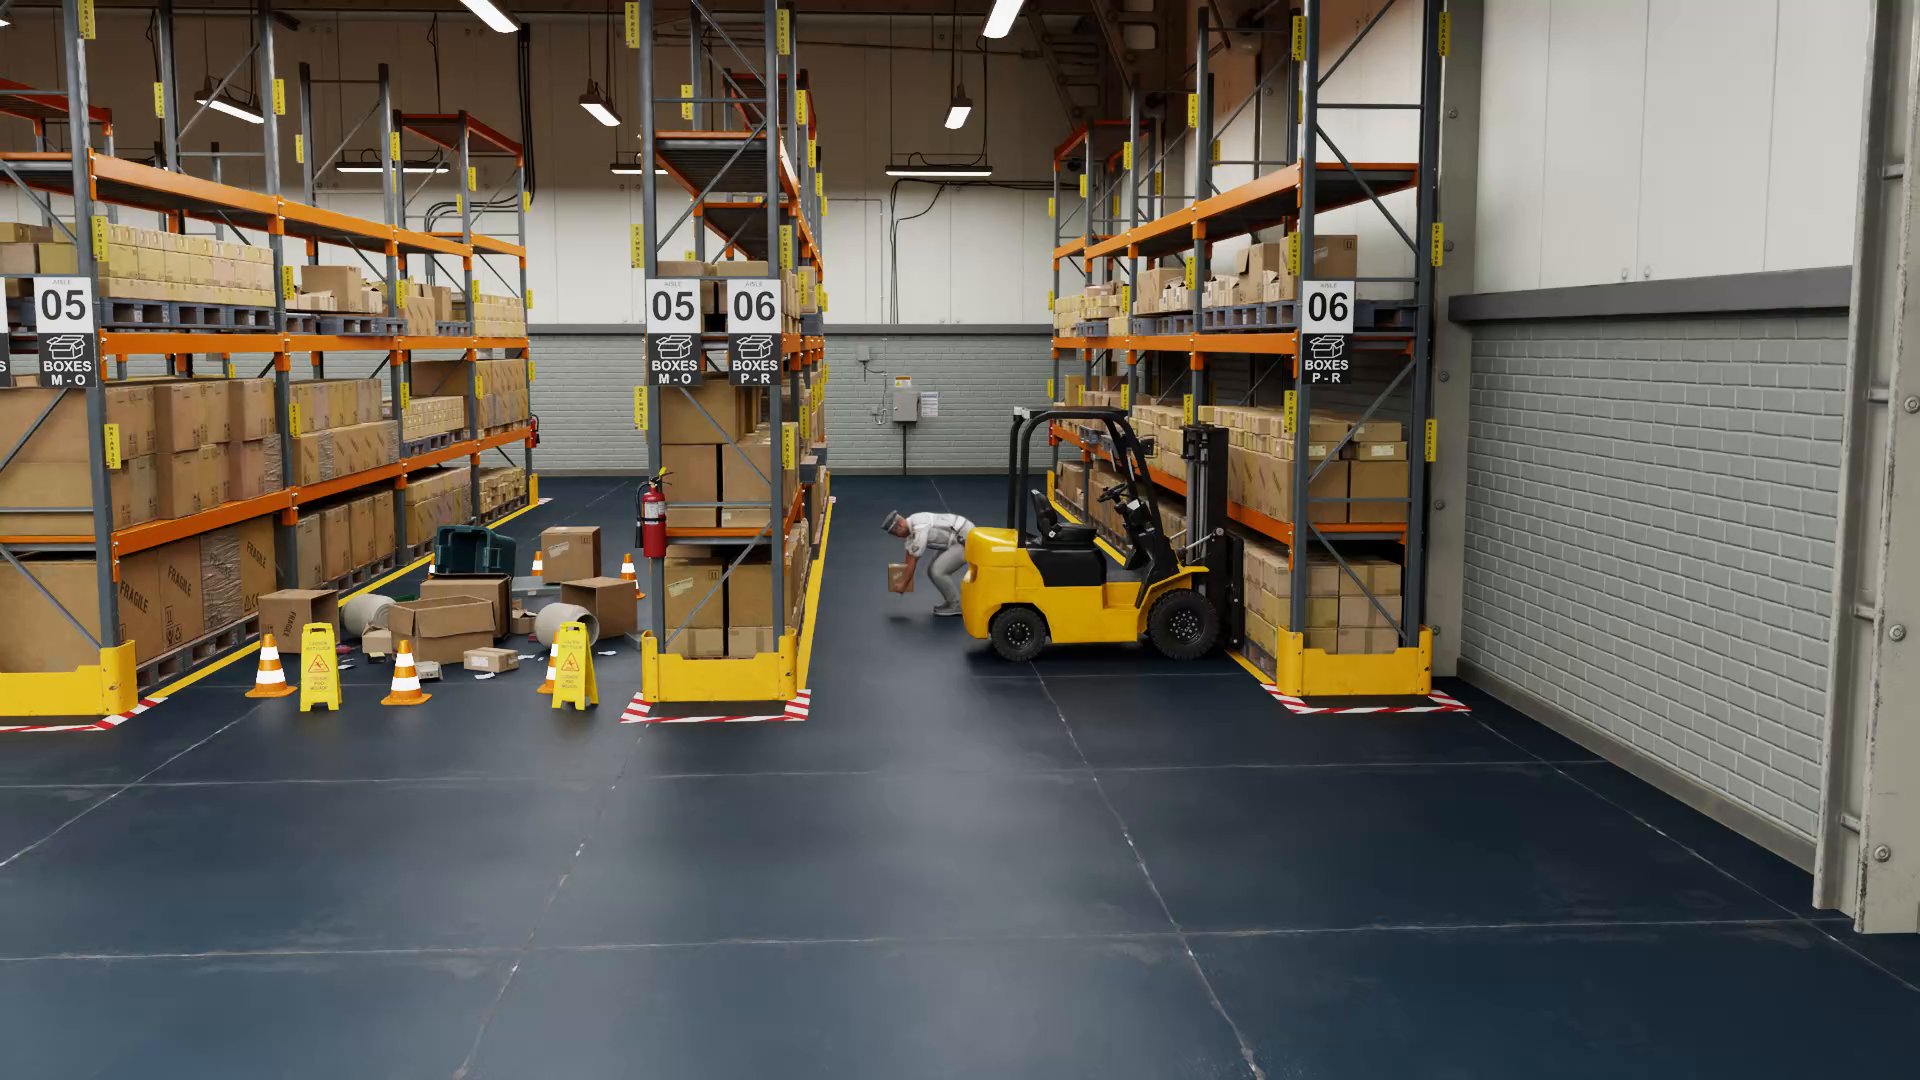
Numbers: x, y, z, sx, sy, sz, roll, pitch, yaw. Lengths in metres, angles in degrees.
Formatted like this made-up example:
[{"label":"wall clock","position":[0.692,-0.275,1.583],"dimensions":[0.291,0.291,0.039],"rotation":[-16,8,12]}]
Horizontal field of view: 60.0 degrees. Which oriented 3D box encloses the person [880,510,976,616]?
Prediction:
[{"label":"person","position":[-0.290,0.220,16.788],"dimensions":[1.033,1.063,0.540],"rotation":[-1,7,-6]}]
